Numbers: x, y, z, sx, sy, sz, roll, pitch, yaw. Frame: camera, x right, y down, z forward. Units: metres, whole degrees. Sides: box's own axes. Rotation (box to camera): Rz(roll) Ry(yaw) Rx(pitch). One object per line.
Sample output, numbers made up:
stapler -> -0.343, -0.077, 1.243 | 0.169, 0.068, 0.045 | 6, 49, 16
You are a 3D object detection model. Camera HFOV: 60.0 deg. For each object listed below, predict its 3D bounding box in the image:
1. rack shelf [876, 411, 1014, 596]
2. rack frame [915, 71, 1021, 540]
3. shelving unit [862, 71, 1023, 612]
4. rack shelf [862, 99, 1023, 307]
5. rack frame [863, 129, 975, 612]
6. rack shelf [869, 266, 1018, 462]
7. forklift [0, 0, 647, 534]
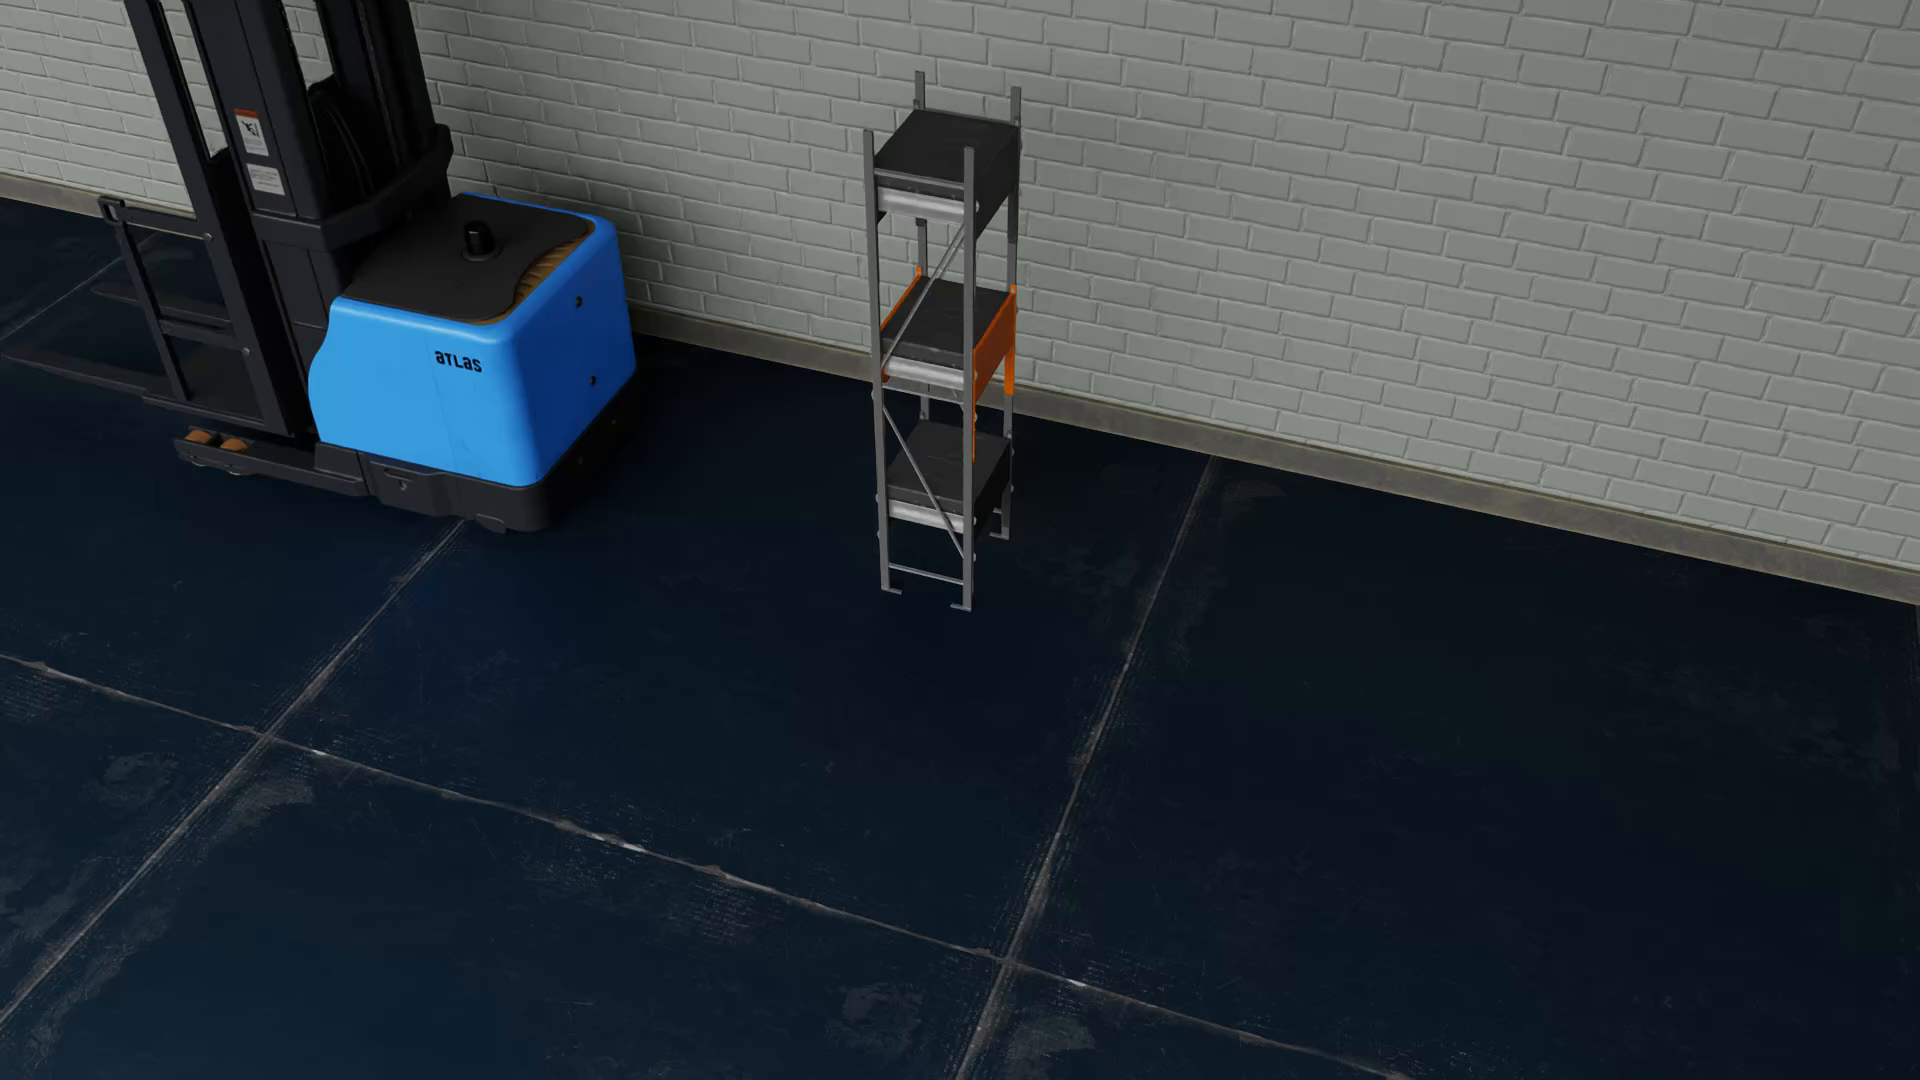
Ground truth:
rack shelf -> -0.057, -0.155, 6.913 | 0.431, 0.518, 0.480 | 13, 42, 15
rack frame -> 0.027, -0.847, 6.625 | 0.400, 2.100, 0.015 | 13, 42, 15
shelving unit -> -0.057, -0.698, 6.450 | 0.431, 2.100, 0.503 | 13, 42, 15
rack shelf -> -0.057, -1.220, 6.005 | 0.431, 0.518, 0.480 | 13, 42, 15
rack frame -> -0.140, -0.549, 6.276 | 0.400, 2.100, 0.015 | 13, 42, 15
rack shelf -> -0.057, -0.687, 6.459 | 0.431, 0.518, 0.480 | 13, 42, 15
forklift -> -3.055, -1.720, 7.008 | 3.031, 2.935, 1.130 | 13, 42, 15
